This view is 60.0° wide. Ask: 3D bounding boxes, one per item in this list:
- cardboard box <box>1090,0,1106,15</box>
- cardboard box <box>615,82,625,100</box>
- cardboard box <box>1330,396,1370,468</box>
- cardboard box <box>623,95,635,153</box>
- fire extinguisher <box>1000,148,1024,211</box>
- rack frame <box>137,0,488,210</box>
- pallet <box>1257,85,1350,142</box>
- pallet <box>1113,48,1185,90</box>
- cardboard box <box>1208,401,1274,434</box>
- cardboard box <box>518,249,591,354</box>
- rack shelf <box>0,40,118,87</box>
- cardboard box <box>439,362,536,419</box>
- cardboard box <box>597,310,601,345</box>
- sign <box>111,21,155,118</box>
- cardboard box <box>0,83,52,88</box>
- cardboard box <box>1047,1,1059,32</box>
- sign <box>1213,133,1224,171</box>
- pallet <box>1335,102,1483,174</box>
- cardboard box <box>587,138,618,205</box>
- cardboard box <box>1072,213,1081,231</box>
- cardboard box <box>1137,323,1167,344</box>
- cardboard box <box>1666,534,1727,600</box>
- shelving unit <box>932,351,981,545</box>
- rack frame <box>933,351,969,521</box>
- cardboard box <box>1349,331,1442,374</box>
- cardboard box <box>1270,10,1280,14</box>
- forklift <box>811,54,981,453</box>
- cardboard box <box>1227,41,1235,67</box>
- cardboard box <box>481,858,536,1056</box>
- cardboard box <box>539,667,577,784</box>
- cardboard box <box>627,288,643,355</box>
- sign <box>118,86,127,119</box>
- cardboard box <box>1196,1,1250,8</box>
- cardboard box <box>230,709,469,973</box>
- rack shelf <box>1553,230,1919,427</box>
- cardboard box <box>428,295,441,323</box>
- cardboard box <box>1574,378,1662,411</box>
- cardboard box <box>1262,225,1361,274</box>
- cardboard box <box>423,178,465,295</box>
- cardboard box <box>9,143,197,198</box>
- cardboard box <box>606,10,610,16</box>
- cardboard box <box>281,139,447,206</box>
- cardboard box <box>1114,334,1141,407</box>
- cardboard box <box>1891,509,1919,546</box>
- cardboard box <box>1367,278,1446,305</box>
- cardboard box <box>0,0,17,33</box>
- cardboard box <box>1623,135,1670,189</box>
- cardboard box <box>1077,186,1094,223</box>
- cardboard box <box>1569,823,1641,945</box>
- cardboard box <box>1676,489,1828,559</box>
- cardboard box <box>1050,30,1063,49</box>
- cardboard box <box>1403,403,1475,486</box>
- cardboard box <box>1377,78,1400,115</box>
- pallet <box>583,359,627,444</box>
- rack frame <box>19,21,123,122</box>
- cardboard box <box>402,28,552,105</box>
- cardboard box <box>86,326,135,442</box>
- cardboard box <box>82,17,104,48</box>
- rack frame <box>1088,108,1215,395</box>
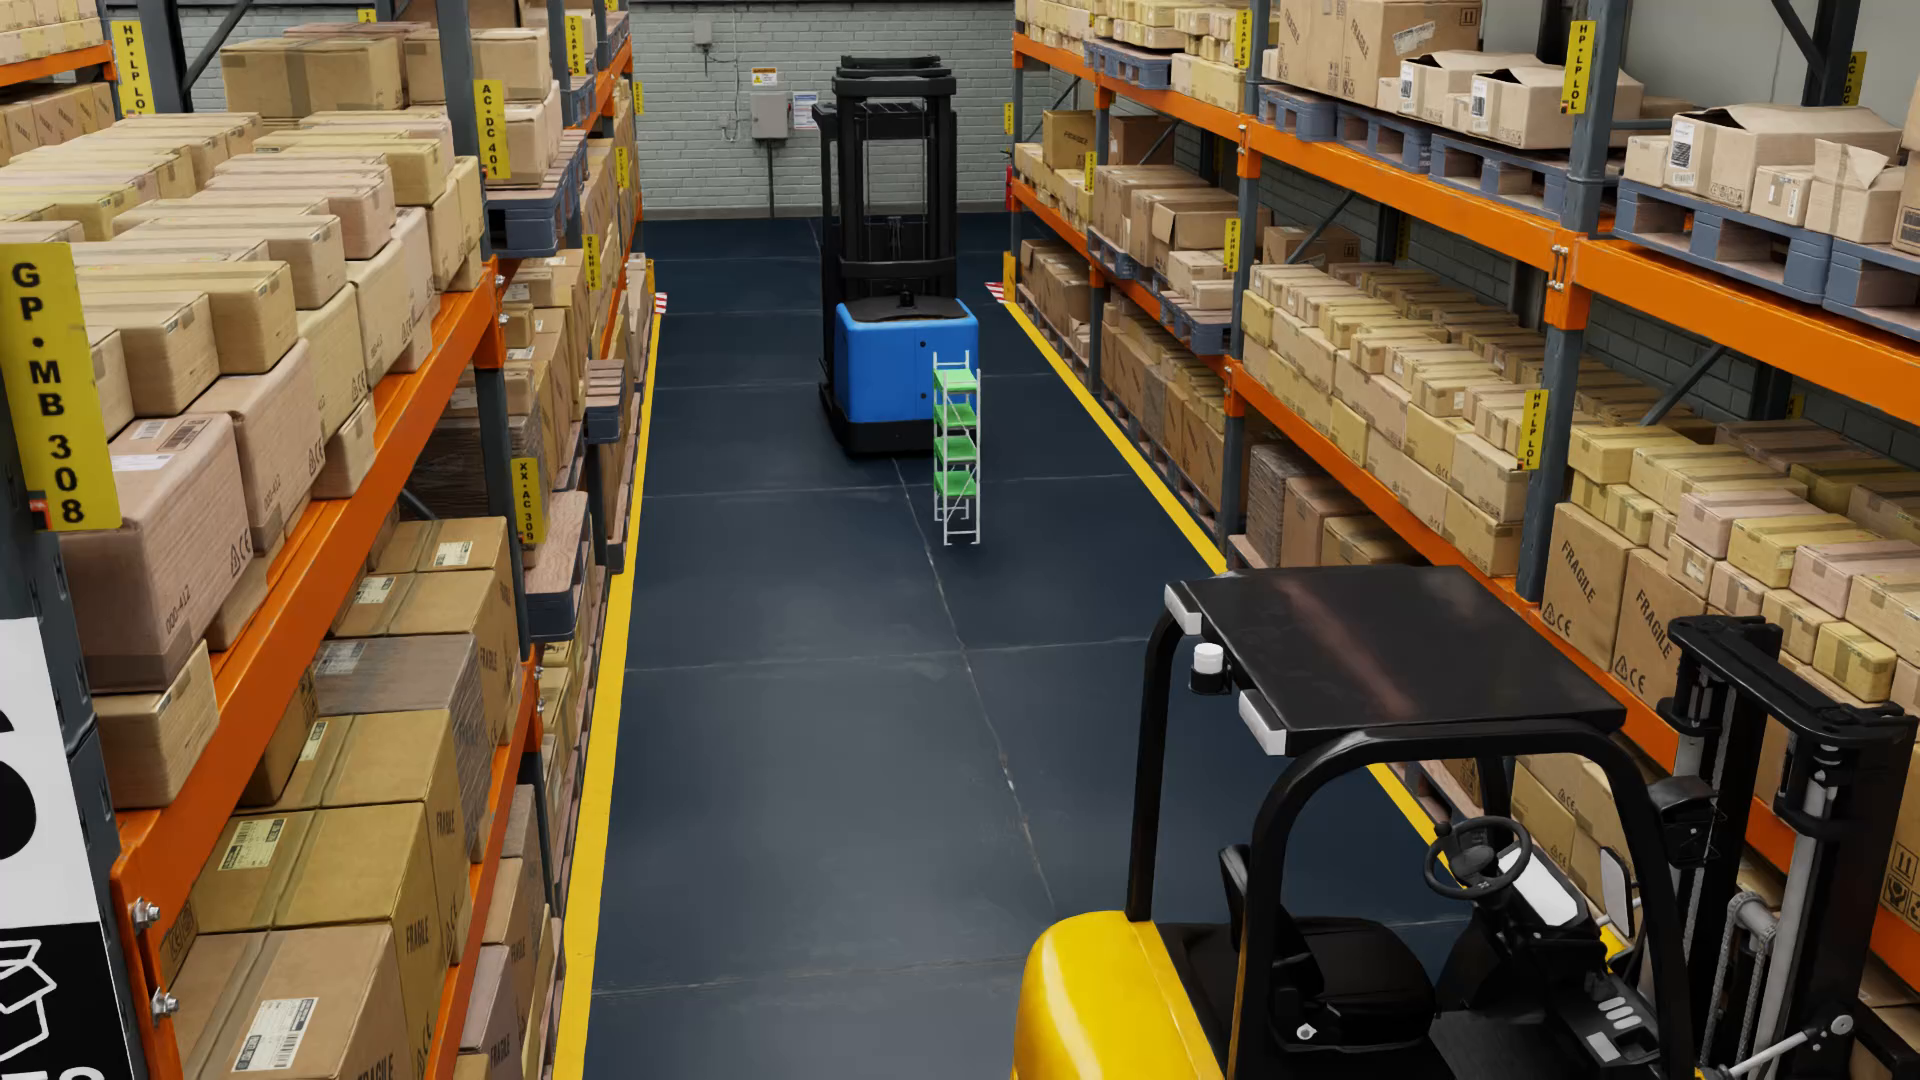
[{"bbox_3d":[1.249,-4.274,13.275,0.380,0.149,0.250,-2,21,-6],"label":"cardboard box"},{"bbox_3d":[-3.422,-4.306,15.959,0.380,0.149,0.250,-2,21,-7],"label":"cardboard box"},{"bbox_3d":[2.260,-0.576,8.685,0.500,0.250,0.500,-2,21,-6],"label":"cardboard box"},{"bbox_3d":[-3.439,-4.043,16.182,0.500,0.500,0.500,-3,21,-8],"label":"cardboard box"},{"bbox_3d":[0.585,-3.930,18.096,0.296,0.674,0.183,-3,21,-8],"label":"fire extinguisher"},{"bbox_3d":[-2.118,-2.518,5.096,1.000,3.000,0.127,-3,21,-8],"label":"rack frame"},{"bbox_3d":[2.403,-2.430,9.418,1.213,0.211,1.003,-2,21,-5],"label":"pallet"},{"bbox_3d":[1.817,-3.458,12.168,1.213,0.211,1.003,-3,21,-8],"label":"pallet"},{"bbox_3d":[1.895,-0.832,11.201,0.380,0.149,0.250,-4,21,-10],"label":"cardboard box"},{"bbox_3d":[-2.354,-1.332,9.327,0.500,0.500,0.500,-4,21,-9],"label":"cardboard box"},{"bbox_3d":[-8.444,-3.953,14.254,1.077,0.370,4.000,-3,21,-8],"label":"rack shelf"},{"bbox_3d":[-1.836,-0.575,6.373,0.380,0.149,0.250,-3,21,-8],"label":"cardboard box"},{"bbox_3d":[-2.608,-1.381,10.841,0.500,0.250,0.500,-4,21,-9],"label":"cardboard box"},{"bbox_3d":[-2.667,-1.510,5.383,0.100,0.325,0.005,-3,21,-8],"label":"sign"},{"bbox_3d":[-8.930,-4.063,15.811,0.500,0.500,0.500,-3,21,-8],"label":"cardboard box"},{"bbox_3d":[1.109,-4.890,15.523,0.500,0.250,0.500,-3,21,-9],"label":"cardboard box"},{"bbox_3d":[2.189,-3.300,14.111,0.100,0.325,0.005,-3,21,-8],"label":"sign"},{"bbox_3d":[2.567,-2.043,8.382,1.003,0.211,1.213,-2,21,-5],"label":"pallet"},{"bbox_3d":[-2.959,-2.850,12.989,0.500,0.500,0.500,-2,21,-6],"label":"cardboard box"},{"bbox_3d":[1.224,-2.887,15.017,0.380,0.149,0.250,-2,21,-6],"label":"cardboard box"},{"bbox_3d":[1.646,-1.646,13.382,0.380,0.149,0.250,-3,21,-9],"label":"cardboard box"},{"bbox_3d":[2.645,0.081,5.641,0.380,0.149,0.250,-2,21,-7],"label":"cardboard box"},{"bbox_3d":[-0.024,-0.619,11.160,0.258,1.200,0.503,-3,21,-8],"label":"shelving unit"},{"bbox_3d":[-0.059,-0.704,11.386,0.240,1.200,0.015,-3,21,-8],"label":"rack frame"},{"bbox_3d":[2.196,-0.946,8.391,0.380,0.149,0.250,-3,21,-9],"label":"cardboard box"},{"bbox_3d":[2.281,-3.499,11.229,0.380,0.149,0.250,-3,21,-8],"label":"cardboard box"},{"bbox_3d":[-0.615,-2.524,13.785,1.130,2.935,3.031,-4,21,-10],"label":"forklift"},{"bbox_3d":[1.909,-3.067,10.498,0.380,0.149,0.250,-3,21,-9],"label":"cardboard box"},{"bbox_3d":[-1.692,1.400,5.438,0.500,0.500,0.500,-3,21,-7],"label":"cardboard box"},{"bbox_3d":[-2.303,0.897,7.684,0.950,0.372,0.625,-2,21,-4],"label":"cardboard box"},{"bbox_3d":[-3.385,-2.006,15.363,0.875,0.438,0.875,-4,21,-9],"label":"cardboard box"},{"bbox_3d":[-8.180,-4.289,16.306,0.100,0.325,0.005,-3,21,-8],"label":"sign"},{"bbox_3d":[1.934,-3.851,12.144,0.380,0.149,0.250,-3,21,-7],"label":"cardboard box"},{"bbox_3d":[-1.569,0.782,4.267,0.500,0.500,0.500,-3,21,-9],"label":"cardboard box"},{"bbox_3d":[3.081,-0.335,4.566,1.077,0.370,4.000,-3,21,-8],"label":"rack shelf"},{"bbox_3d":[-1.761,-0.722,4.933,0.380,0.149,0.250,-3,21,-7],"label":"cardboard box"},{"bbox_3d":[2.933,-0.624,7.531,0.380,0.149,0.250,-3,21,-8],"label":"cardboard box"},{"bbox_3d":[2.297,-1.774,10.935,0.500,0.500,0.500,-2,21,-5],"label":"cardboard box"},{"bbox_3d":[-1.714,-0.867,4.754,0.500,0.250,0.500,-3,21,-9],"label":"cardboard box"},{"bbox_3d":[-2.289,-0.970,4.459,0.380,0.149,0.250,-3,21,-8],"label":"cardboard box"},{"bbox_3d":[-3.555,-5.101,15.915,0.380,0.149,0.250,-5,21,-12],"label":"cardboard box"},{"bbox_3d":[-1.627,-1.006,4.554,0.380,0.149,0.250,-2,21,-6],"label":"cardboard box"},{"bbox_3d":[1.573,-1.392,13.628,0.500,0.500,0.500,-3,21,-8],"label":"cardboard box"},{"bbox_3d":[3.300,0.000,5.433,0.380,0.149,0.250,-3,21,-9],"label":"cardboard box"},{"bbox_3d":[2.589,-1.414,9.646,0.380,0.149,0.250,-3,21,-8],"label":"cardboard box"},{"bbox_3d":[-8.113,-4.288,13.623,0.500,0.250,0.500,-3,21,-7],"label":"cardboard box"},{"bbox_3d":[2.557,-1.319,5.790,0.380,0.149,0.250,-2,21,-7],"label":"cardboard box"},{"bbox_3d":[1.325,-2.962,14.649,0.500,0.250,0.500,-2,21,-6],"label":"cardboard box"},{"bbox_3d":[2.632,1.256,6.183,0.500,0.250,0.500,-3,21,-8],"label":"cardboard box"},{"bbox_3d":[2.654,-0.056,5.583,0.380,0.149,0.250,-2,21,-7],"label":"cardboard box"},{"bbox_3d":[1.045,-4.657,15.471,0.380,0.149,0.250,-2,21,-7],"label":"cardboard box"},{"bbox_3d":[2.388,-0.458,7.655,0.500,0.250,0.500,-3,21,-9],"label":"cardboard box"},{"bbox_3d":[2.223,-2.122,7.941,0.380,0.149,0.250,-3,21,-8],"label":"cardboard box"},{"bbox_3d":[-2.487,-0.761,9.241,1.213,0.211,1.003,-3,21,-8],"label":"pallet"},{"bbox_3d":[-8.732,-3.577,16.507,1.000,3.000,0.127,-3,21,-8],"label":"rack frame"},{"bbox_3d":[-1.888,-1.868,6.542,0.500,0.250,0.500,-3,21,-9],"label":"cardboard box"},{"bbox_3d":[-1.443,-0.203,2.406,0.380,0.149,0.250,-3,21,-8],"label":"cardboard box"},{"bbox_3d":[-8.404,-4.768,15.623,0.500,0.250,0.500,-3,21,-9],"label":"cardboard box"},{"bbox_3d":[1.640,-2.729,14.235,1.000,3.000,0.127,-3,21,-8],"label":"rack frame"}]
